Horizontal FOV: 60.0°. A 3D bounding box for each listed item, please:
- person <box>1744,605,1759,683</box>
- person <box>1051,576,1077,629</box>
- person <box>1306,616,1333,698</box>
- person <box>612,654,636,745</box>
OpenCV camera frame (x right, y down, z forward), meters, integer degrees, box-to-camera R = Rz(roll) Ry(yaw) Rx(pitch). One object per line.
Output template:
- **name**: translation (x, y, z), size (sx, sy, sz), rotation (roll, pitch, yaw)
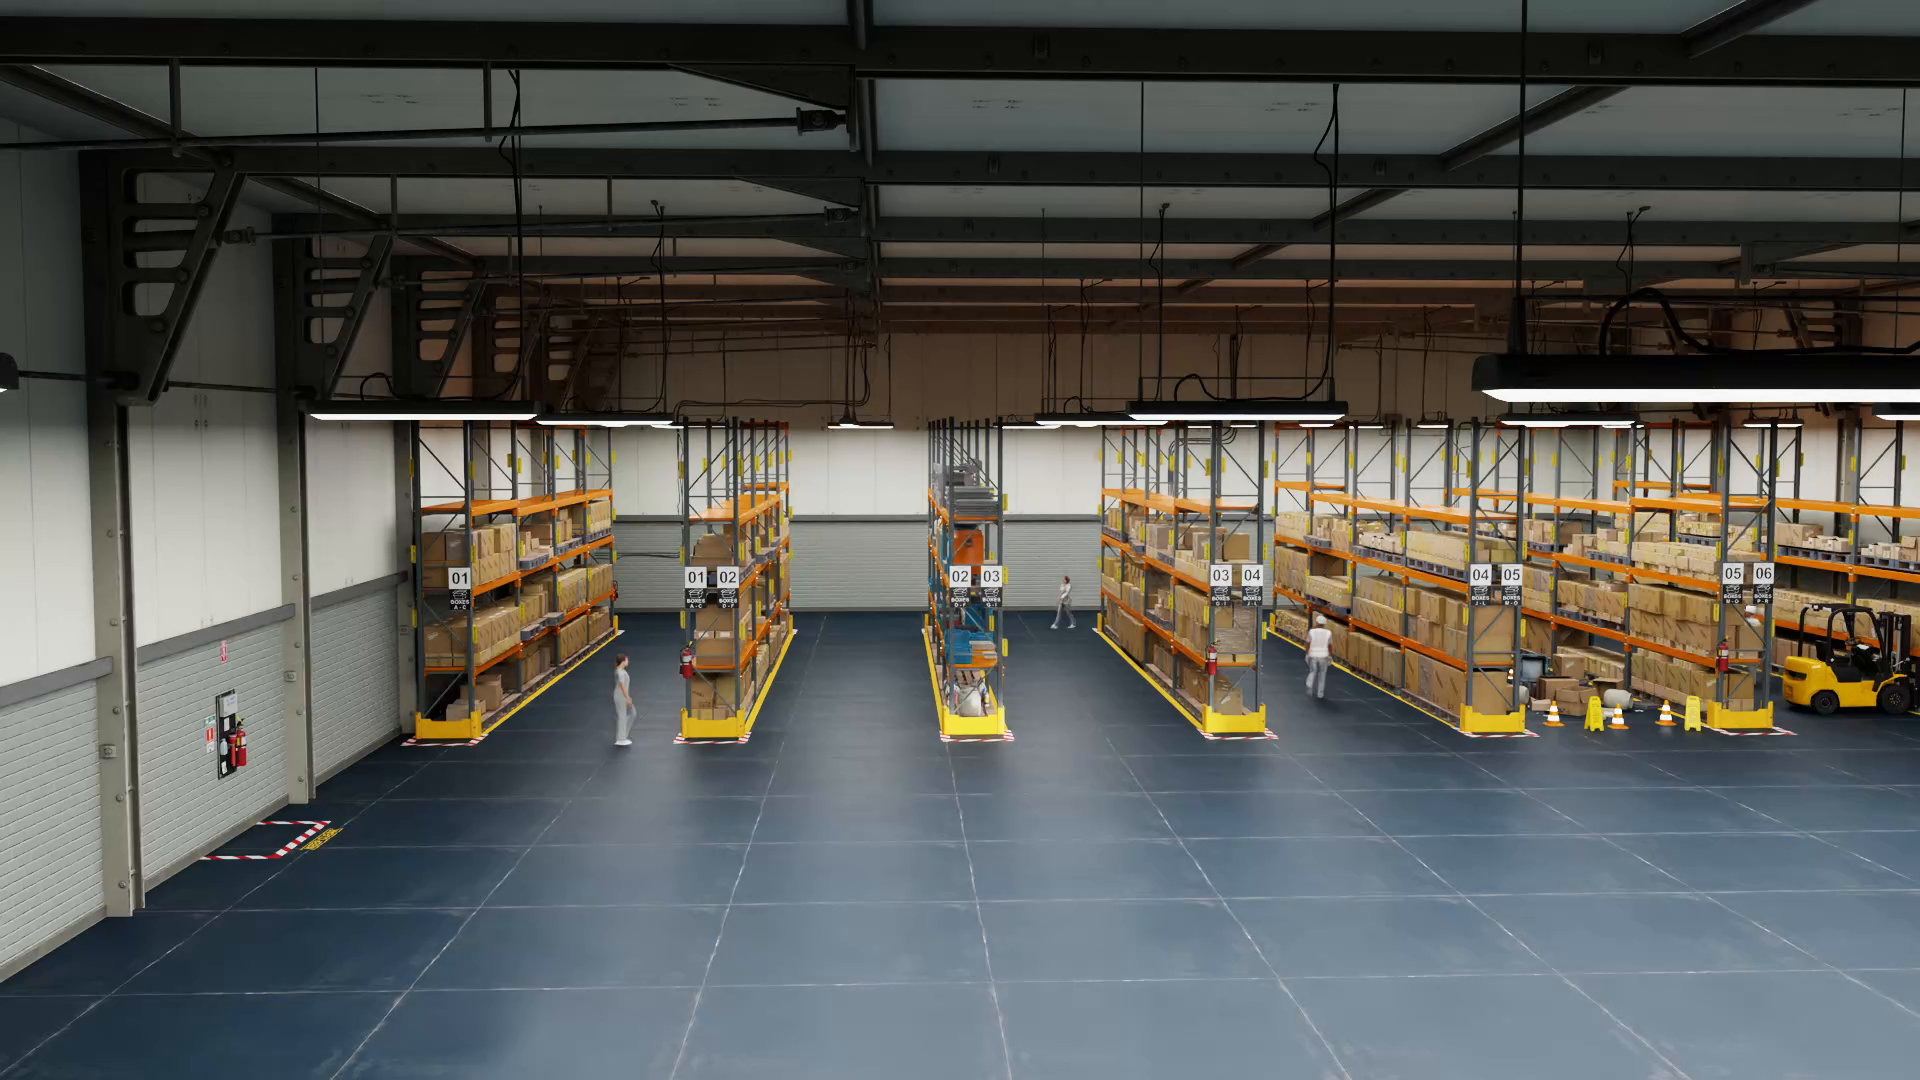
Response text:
- **person**: translation (17.892, 2.372, 37.751), size (0.598, 1.801, 0.689), rotation (-1, 4, -12)
- **person**: translation (2.975, 1.800, 48.051), size (0.886, 1.549, 0.508), rotation (-2, 4, -24)
- **person**: translation (7.673, 2.503, 35.558), size (0.543, 1.776, 0.669), rotation (2, 4, 32)
- **person**: translation (-6.157, 2.911, 30.439), size (0.385, 1.676, 0.515), rotation (0, 4, 1)
